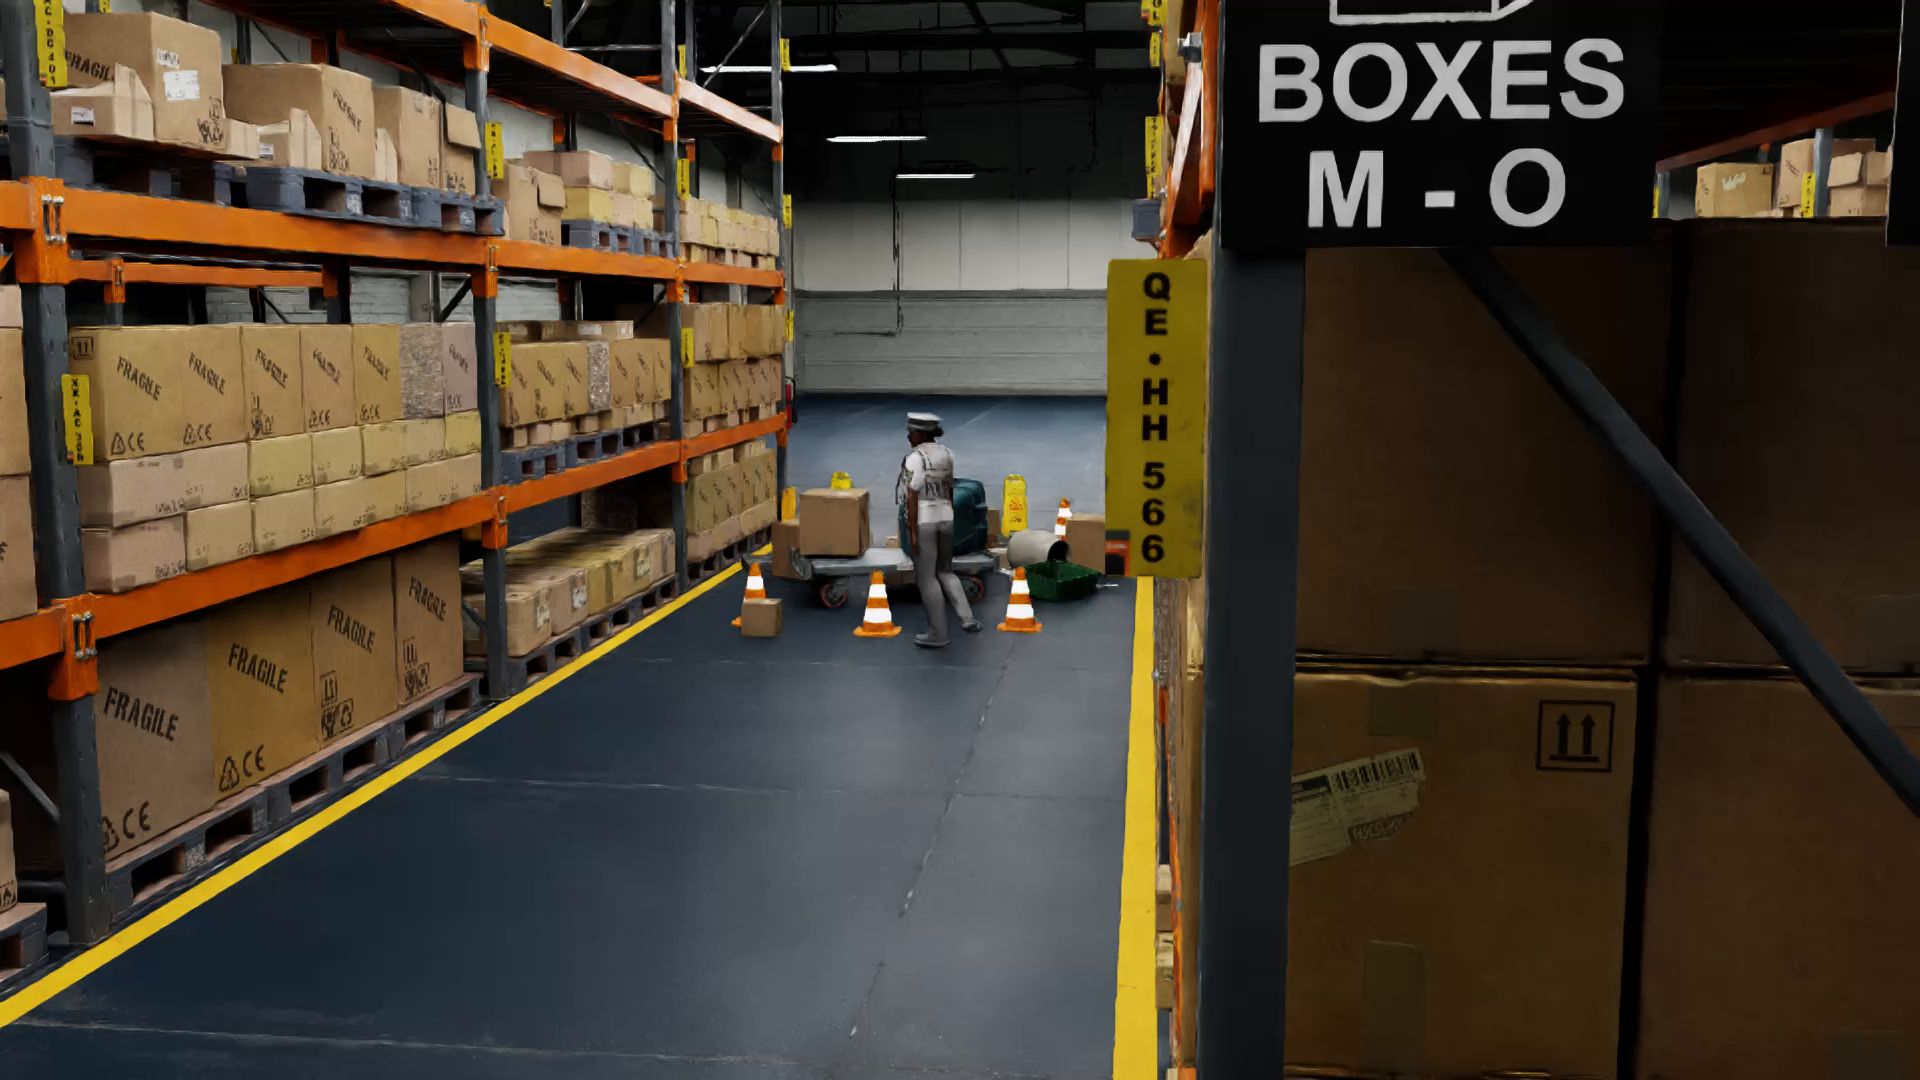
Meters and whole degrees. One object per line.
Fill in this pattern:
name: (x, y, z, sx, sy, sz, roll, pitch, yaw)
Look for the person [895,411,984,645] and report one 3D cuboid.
person: (-0.139, -0.082, 11.796, 0.450, 1.651, 0.637, 7, 11, 43)
